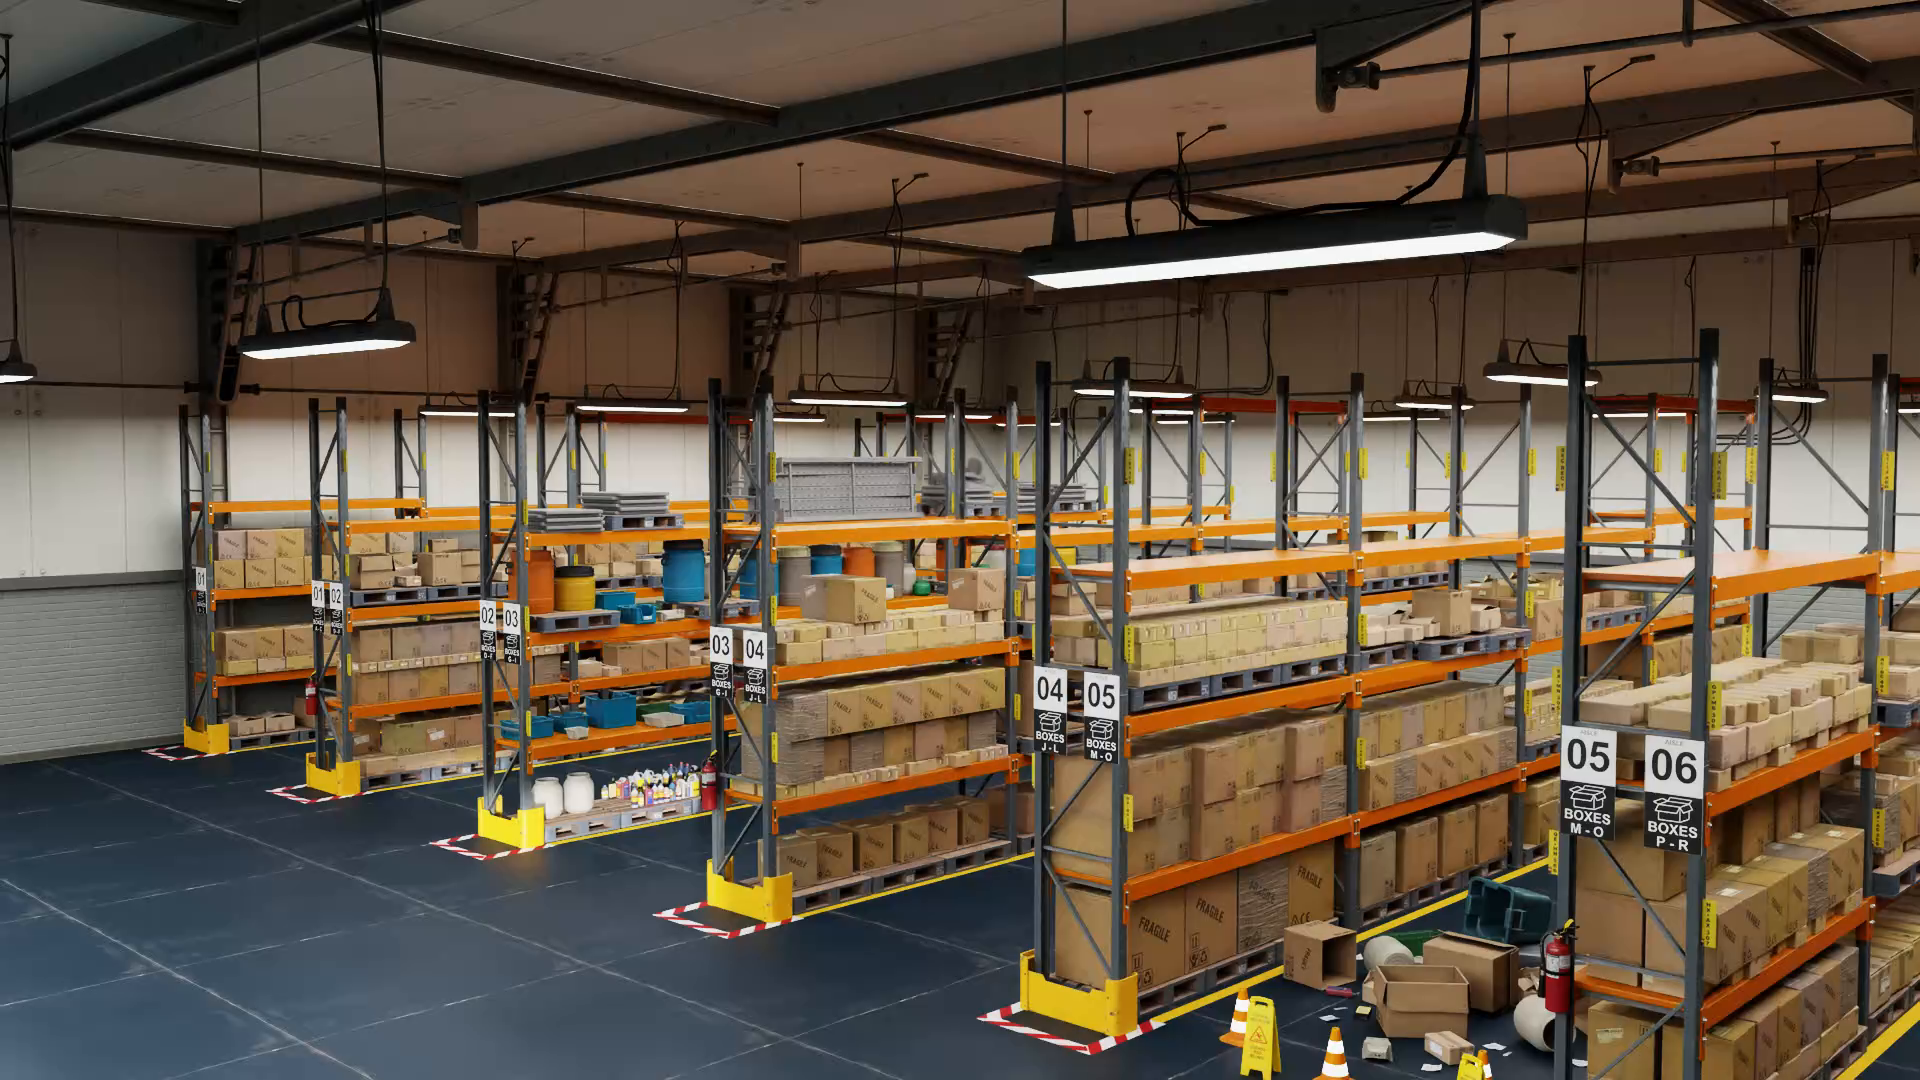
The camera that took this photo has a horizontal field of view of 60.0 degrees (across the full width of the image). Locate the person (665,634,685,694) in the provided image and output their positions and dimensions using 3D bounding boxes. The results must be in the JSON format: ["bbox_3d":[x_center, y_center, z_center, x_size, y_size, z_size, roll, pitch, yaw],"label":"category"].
[{"bbox_3d":[-5.486,2.644,31.724,0.643,1.681,0.603,3,4,41],"label":"person"}]
